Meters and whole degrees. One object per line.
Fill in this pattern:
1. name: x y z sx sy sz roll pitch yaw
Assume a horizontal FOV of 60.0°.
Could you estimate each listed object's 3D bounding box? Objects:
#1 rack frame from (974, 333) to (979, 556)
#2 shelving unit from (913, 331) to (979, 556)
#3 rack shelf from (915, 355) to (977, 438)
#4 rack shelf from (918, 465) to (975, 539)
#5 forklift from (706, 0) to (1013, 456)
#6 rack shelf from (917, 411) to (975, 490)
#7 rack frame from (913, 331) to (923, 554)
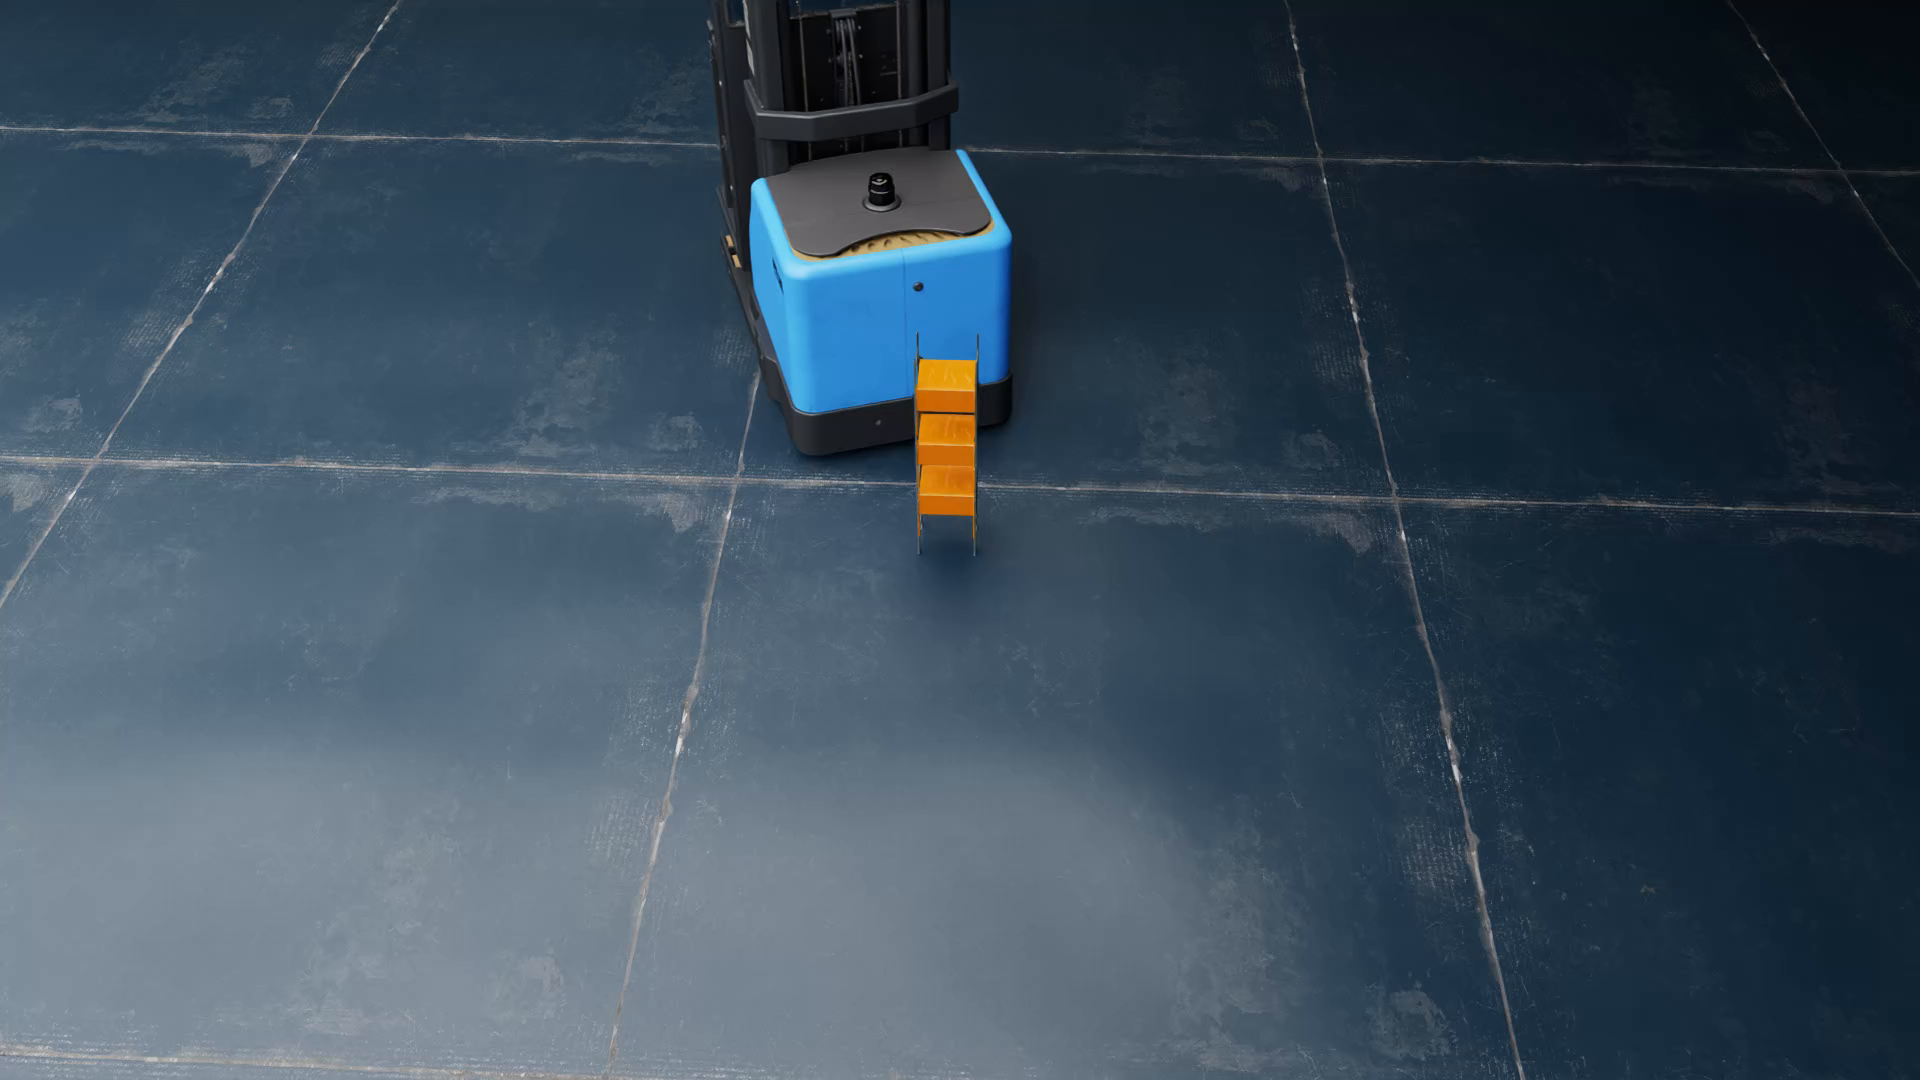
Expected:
1. rack frame: 0.068 -0.382 6.975 0.008 1.050 0.200 2 43 2
2. shelving unit: -0.053 -0.386 6.979 0.252 1.050 0.215 2 43 2
3. rack shelf: -0.053 -0.586 6.793 0.240 0.259 0.215 2 43 2
4. rack shelf: -0.053 -0.175 7.176 0.240 0.259 0.215 2 43 2
5. forklift: -0.650 -2.479 7.847 1.130 2.935 3.031 -11 44 -12
6. rack shelf: -0.053 -0.378 6.987 0.240 0.259 0.215 2 43 2
7. rack frame: -0.175 -0.390 6.983 0.008 1.050 0.200 2 43 2
